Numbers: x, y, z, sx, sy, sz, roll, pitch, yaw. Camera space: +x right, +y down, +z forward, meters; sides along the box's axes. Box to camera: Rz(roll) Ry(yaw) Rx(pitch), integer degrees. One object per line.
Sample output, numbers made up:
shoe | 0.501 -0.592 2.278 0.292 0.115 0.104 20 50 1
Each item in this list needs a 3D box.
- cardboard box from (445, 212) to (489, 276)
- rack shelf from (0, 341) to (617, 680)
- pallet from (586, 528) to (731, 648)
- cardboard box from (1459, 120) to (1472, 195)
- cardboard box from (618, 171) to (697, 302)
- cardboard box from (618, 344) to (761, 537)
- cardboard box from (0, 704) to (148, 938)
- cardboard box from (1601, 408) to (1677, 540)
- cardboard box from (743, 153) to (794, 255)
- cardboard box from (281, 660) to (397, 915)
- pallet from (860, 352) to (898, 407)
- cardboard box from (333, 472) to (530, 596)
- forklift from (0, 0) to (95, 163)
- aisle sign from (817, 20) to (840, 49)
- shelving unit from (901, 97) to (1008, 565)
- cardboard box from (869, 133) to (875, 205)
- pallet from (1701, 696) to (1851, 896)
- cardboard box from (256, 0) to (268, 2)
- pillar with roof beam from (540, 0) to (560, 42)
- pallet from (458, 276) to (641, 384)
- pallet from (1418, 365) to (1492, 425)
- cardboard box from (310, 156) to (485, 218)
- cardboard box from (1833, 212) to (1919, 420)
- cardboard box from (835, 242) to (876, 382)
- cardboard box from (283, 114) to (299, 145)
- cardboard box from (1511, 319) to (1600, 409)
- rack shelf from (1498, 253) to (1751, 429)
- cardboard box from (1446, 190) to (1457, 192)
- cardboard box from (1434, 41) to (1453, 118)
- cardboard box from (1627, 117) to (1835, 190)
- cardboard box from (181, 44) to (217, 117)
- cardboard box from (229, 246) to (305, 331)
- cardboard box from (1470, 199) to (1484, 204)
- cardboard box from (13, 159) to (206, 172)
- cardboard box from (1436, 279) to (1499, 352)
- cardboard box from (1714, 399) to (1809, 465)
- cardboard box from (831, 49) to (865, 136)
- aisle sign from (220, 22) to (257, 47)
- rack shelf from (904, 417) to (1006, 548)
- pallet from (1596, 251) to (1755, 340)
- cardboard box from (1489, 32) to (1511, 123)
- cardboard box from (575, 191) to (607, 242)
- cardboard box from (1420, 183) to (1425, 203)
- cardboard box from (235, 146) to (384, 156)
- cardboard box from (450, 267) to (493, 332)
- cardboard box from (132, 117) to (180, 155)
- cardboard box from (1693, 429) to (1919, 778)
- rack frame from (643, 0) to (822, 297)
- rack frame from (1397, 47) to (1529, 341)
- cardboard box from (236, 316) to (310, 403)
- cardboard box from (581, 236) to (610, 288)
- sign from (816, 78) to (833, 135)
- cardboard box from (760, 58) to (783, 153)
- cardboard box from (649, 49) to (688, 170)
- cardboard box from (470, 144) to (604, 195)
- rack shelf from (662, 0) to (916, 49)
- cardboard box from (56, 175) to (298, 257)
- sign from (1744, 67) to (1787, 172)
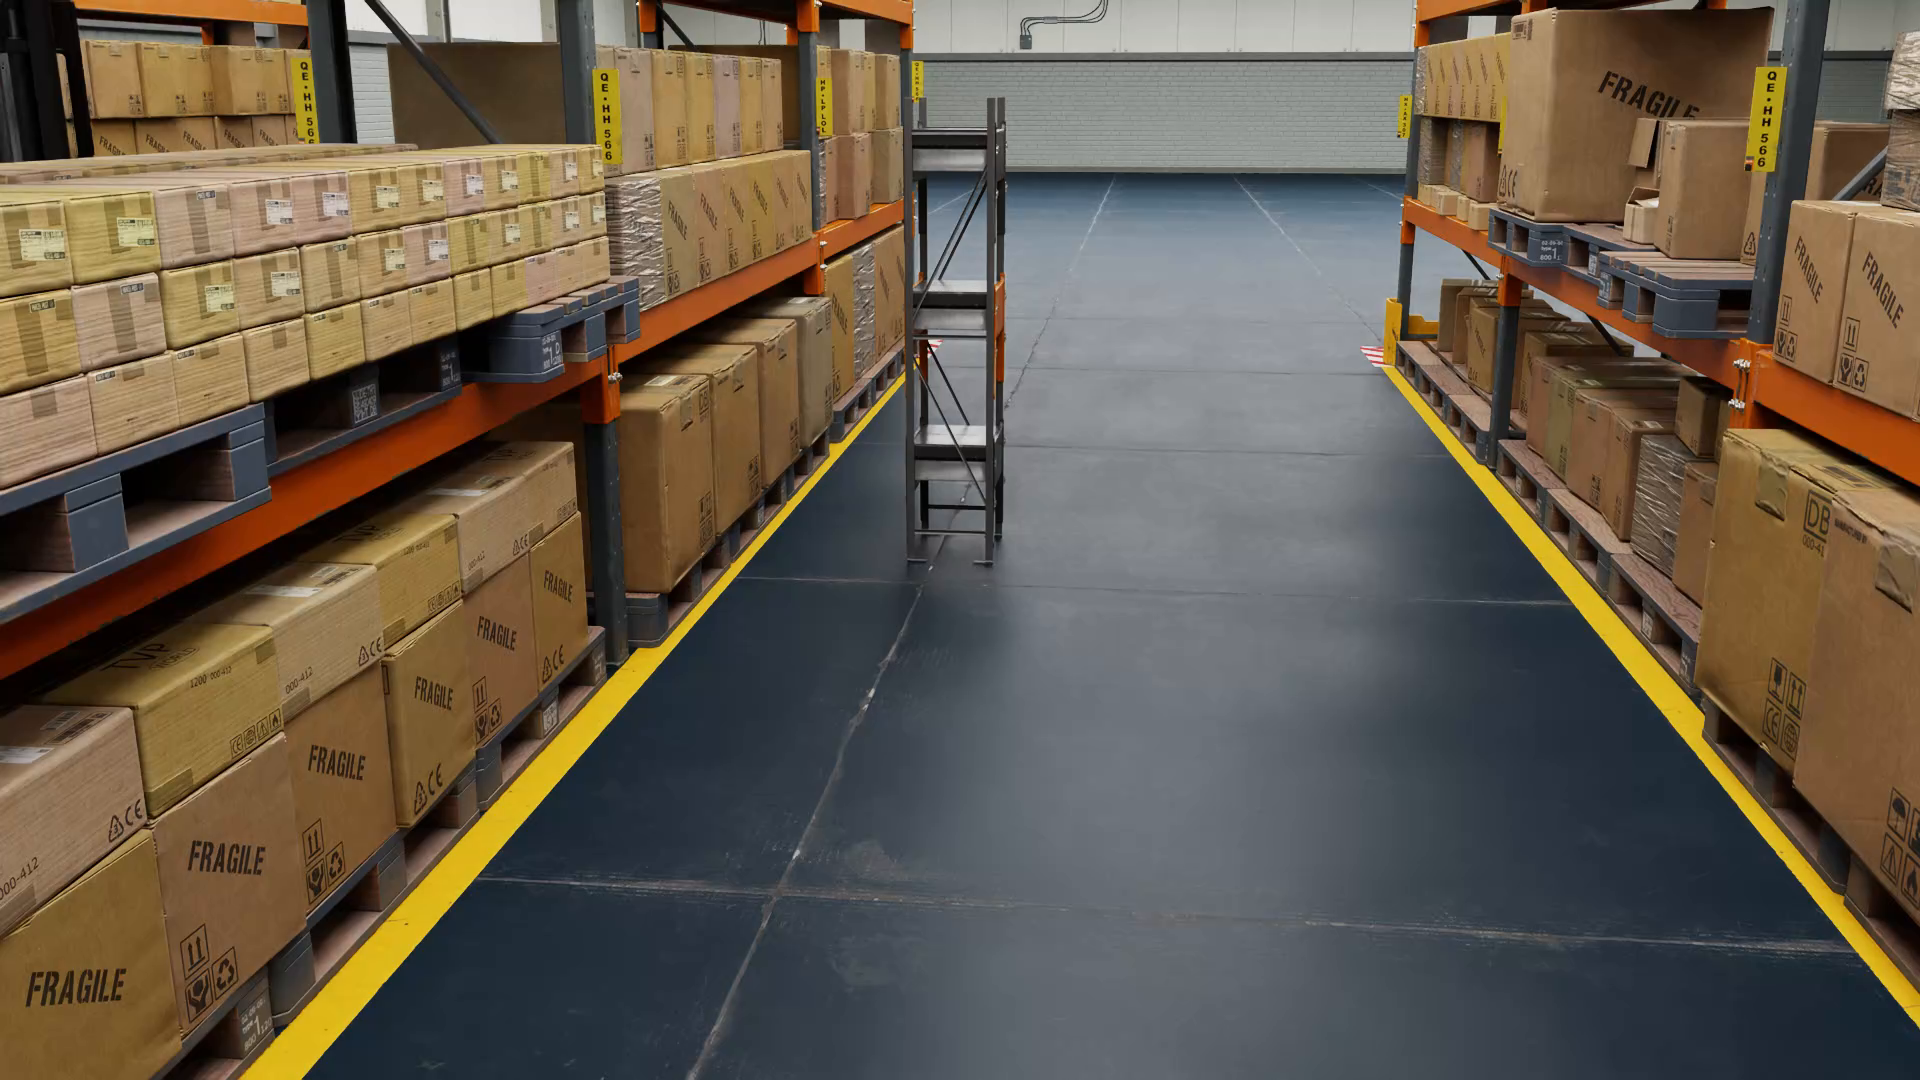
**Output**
cardboard box | -1.506 -0.803 4.493 0.380 0.149 0.250 2 15 6
rack shelf | -2.013 -0.121 4.240 1.077 0.370 4.000 2 15 6
pallet | -1.624 0.157 7.177 1.003 0.211 1.213 2 15 6
cardboard box | 3.838 -2.548 11.079 0.875 0.500 0.500 2 15 6
cardboard box | -1.414 -1.275 6.941 0.500 0.500 0.500 2 15 6
cardboard box | -1.534 -0.486 7.717 1.050 0.750 0.750 2 15 7
cardboard box | -1.893 0.509 3.082 0.500 0.250 0.500 1 15 4
cardboard box | 3.292 -0.286 7.419 0.700 0.500 0.500 3 15 11
cardboard box | -1.187 -1.798 8.874 0.500 0.500 0.500 2 15 6
cardboard box | -1.788 0.597 4.191 0.500 0.500 0.500 2 15 7
pallet | -1.038 -1.190 12.160 1.003 0.211 1.213 2 15 6
cardboard box | -1.650 -0.028 5.068 0.500 0.250 0.500 2 15 7
forklift | -4.332 -1.263 7.219 1.130 2.935 3.031 -9 18 -30
aisle sign | -1.175 -4.344 13.499 0.394 0.787 0.004 2 15 6
shelving unit | -0.019 -0.971 7.729 0.431 2.100 0.503 2 15 6
cardboard box | -1.110 -2.752 12.304 0.875 0.550 0.550 2 15 6
pallet | 2.965 0.734 5.044 1.003 0.211 1.213 2 15 6
cardboard box | -5.636 -4.274 12.955 0.380 0.149 0.250 2 15 8
pillar with roof beam | -4.736 -12.166 35.916 9.100 9.000 0.400 2 15 6
pallet | -1.762 -0.706 5.395 1.213 0.211 1.003 2 15 6
pallet | 3.756 -0.998 11.450 1.003 0.211 1.213 2 15 6
cardboard box | -1.507 -0.950 4.466 0.380 0.149 0.250 2 15 6
cardboard box | 2.748 -0.611 4.483 0.500 0.500 0.500 1 15 5
cardboard box | -1.098 -1.596 11.585 0.875 0.875 0.875 2 15 7
cardboard box | -5.602 -3.224 13.578 0.500 0.500 0.500 1 15 5
cardboard box | 3.723 -1.099 10.465 0.500 0.500 0.500 7 17 24
rack shelf | 3.355 -0.986 7.440 1.077 0.370 4.000 2 15 6
cardboard box | 3.629 -2.377 11.687 0.380 0.149 0.250 2 15 6
cardboard box | 3.581 -3.170 11.462 0.500 0.500 0.500 2 15 6
cardboard box | 3.477 -1.652 7.523 0.797 0.503 0.637 3 15 12
cardboard box | -5.870 -3.325 12.036 0.700 0.500 0.500 2 15 6
cardboard box | -1.625 -0.535 3.500 0.380 0.149 0.250 2 15 9
cardboard box | 3.503 -2.118 10.729 0.380 0.149 0.250 2 15 6
cardboard box | -2.179 -0.900 4.282 0.380 0.149 0.250 2 15 8
cardboard box | 3.945 -1.724 12.775 0.500 0.500 0.500 5 16 17
cardboard box | 3.175 -0.357 6.244 0.500 0.250 0.500 2 15 9
cardboard box | -1.116 -2.995 11.134 0.875 0.550 0.550 2 15 6
aisle sign | -6.116 -4.461 13.934 0.394 0.787 0.004 2 15 6
rack shelf | -0.019 -0.282 7.915 0.431 0.518 0.480 2 15 6
pallet | 3.104 -0.910 6.148 1.213 0.211 1.003 2 15 6
cardboard box | 3.358 -2.651 9.543 0.500 0.500 0.500 2 15 6
cardboard box | -1.391 -1.070 5.480 0.380 0.149 0.250 2 15 7
cardboard box | 3.716 -2.637 12.649 0.380 0.149 0.250 2 15 6
cardboard box | -2.060 -1.171 5.285 0.380 0.149 0.250 1 15 5
cardboard box | -1.506 -0.661 4.538 0.380 0.149 0.250 1 15 4
cardboard box | -5.836 -2.702 11.648 0.500 0.500 0.500 2 15 6
cardboard box | 3.031 0.187 4.990 1.225 0.875 0.875 1 15 4
rack frame | -1.336 -2.024 9.901 1.000 3.000 0.127 2 15 6
rack frame | 4.032 -2.889 13.101 1.000 3.000 0.127 2 15 6
cardboard box | -1.622 -0.387 3.525 0.380 0.149 0.250 1 15 4
cardboard box | -1.387 -0.927 5.519 0.380 0.149 0.250 2 15 7
sign | -0.796 -2.531 9.711 0.100 0.325 0.005 2 15 6
cardboard box | -1.386 -2.426 9.281 0.700 0.500 0.500 1 15 5
cardboard box | -1.616 -1.898 7.328 0.700 0.500 0.500 1 15 5
cardboard box | -1.387 -1.215 5.445 0.380 0.149 0.250 1 15 4
rack shelf | -1.111 -3.644 11.522 1.077 0.370 4.000 2 15 6
cardboard box | -1.622 -0.677 3.455 0.380 0.149 0.250 2 15 6
sign | 2.589 -1.349 5.337 0.100 0.325 0.005 2 15 6
